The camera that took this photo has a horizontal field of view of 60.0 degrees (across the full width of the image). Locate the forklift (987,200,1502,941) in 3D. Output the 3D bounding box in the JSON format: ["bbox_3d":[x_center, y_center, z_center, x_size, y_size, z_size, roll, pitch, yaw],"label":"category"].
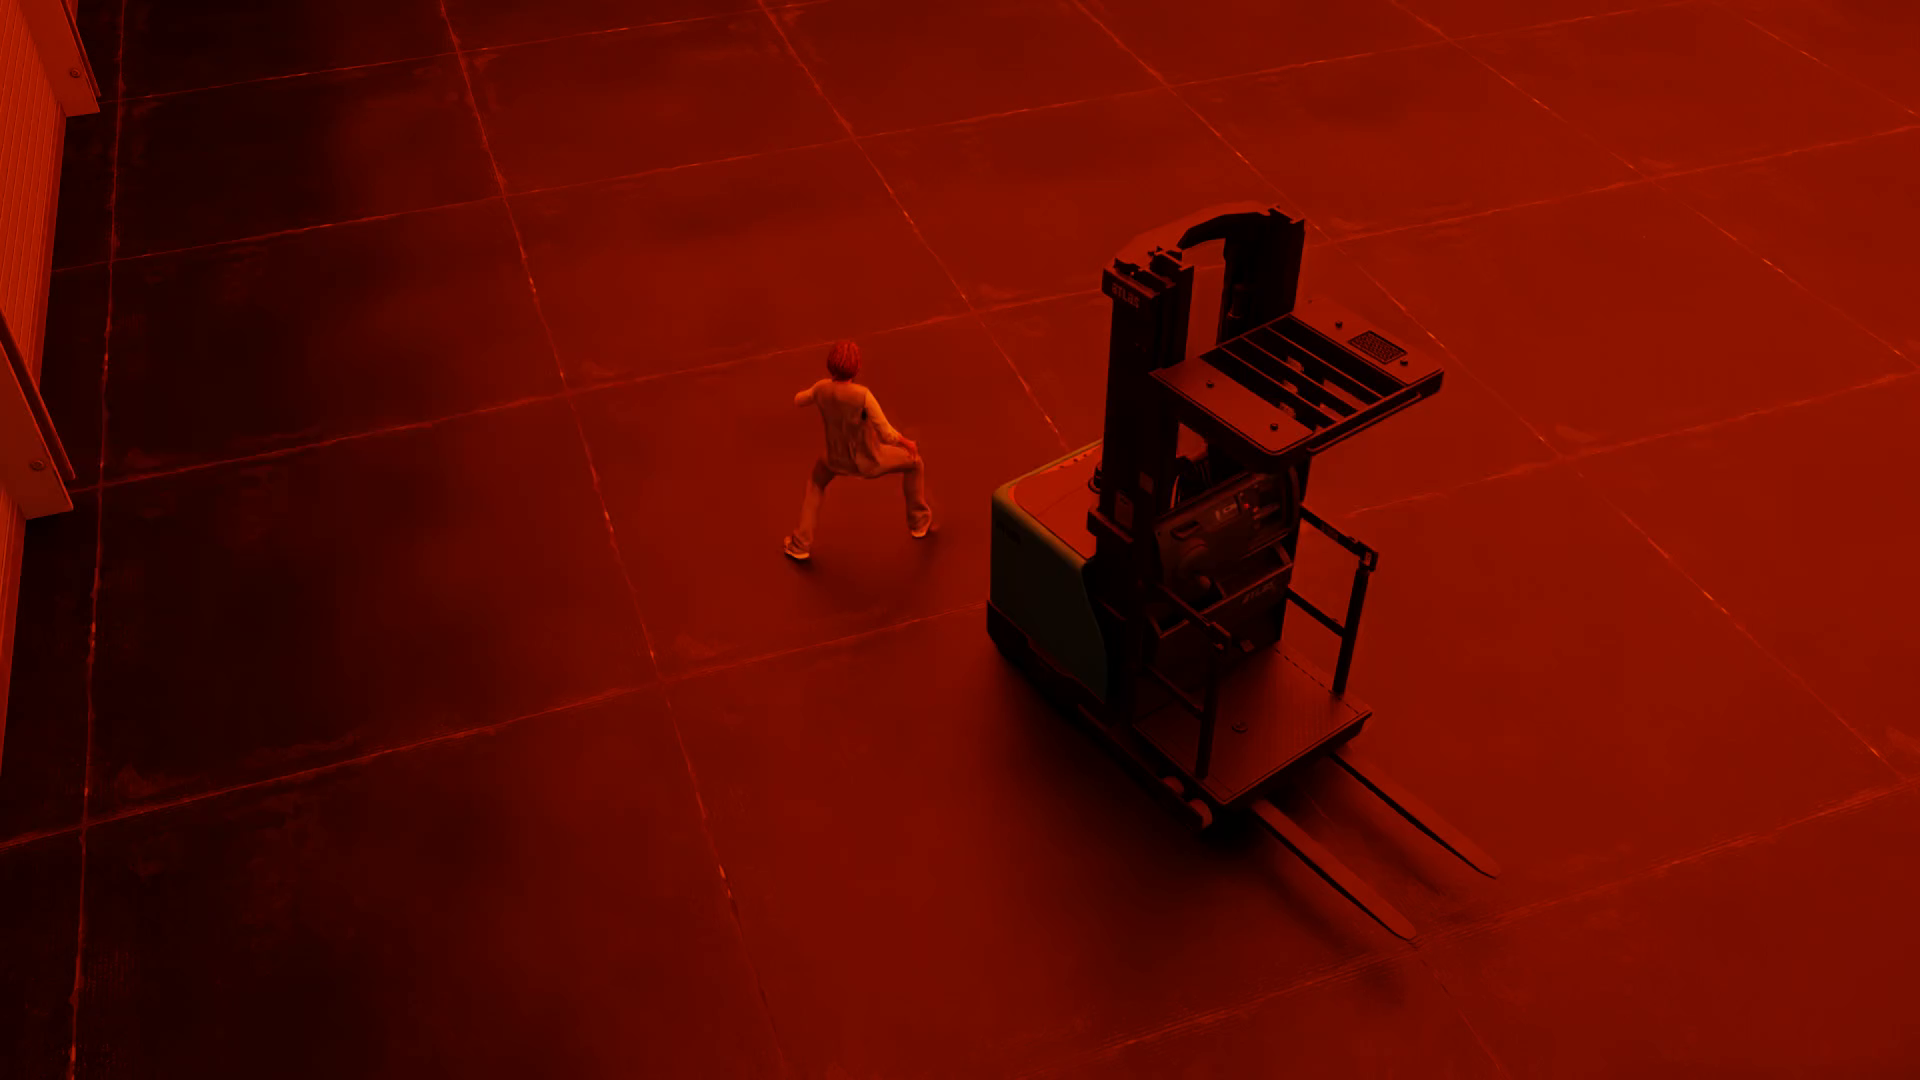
[{"bbox_3d":[1.440,0.002,7.994,1.130,2.935,3.031,-26,46,-27],"label":"forklift"}]

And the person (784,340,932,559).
[{"bbox_3d":[-0.647,-0.560,9.853,0.849,1.460,0.730,17,43,19],"label":"person"}]
